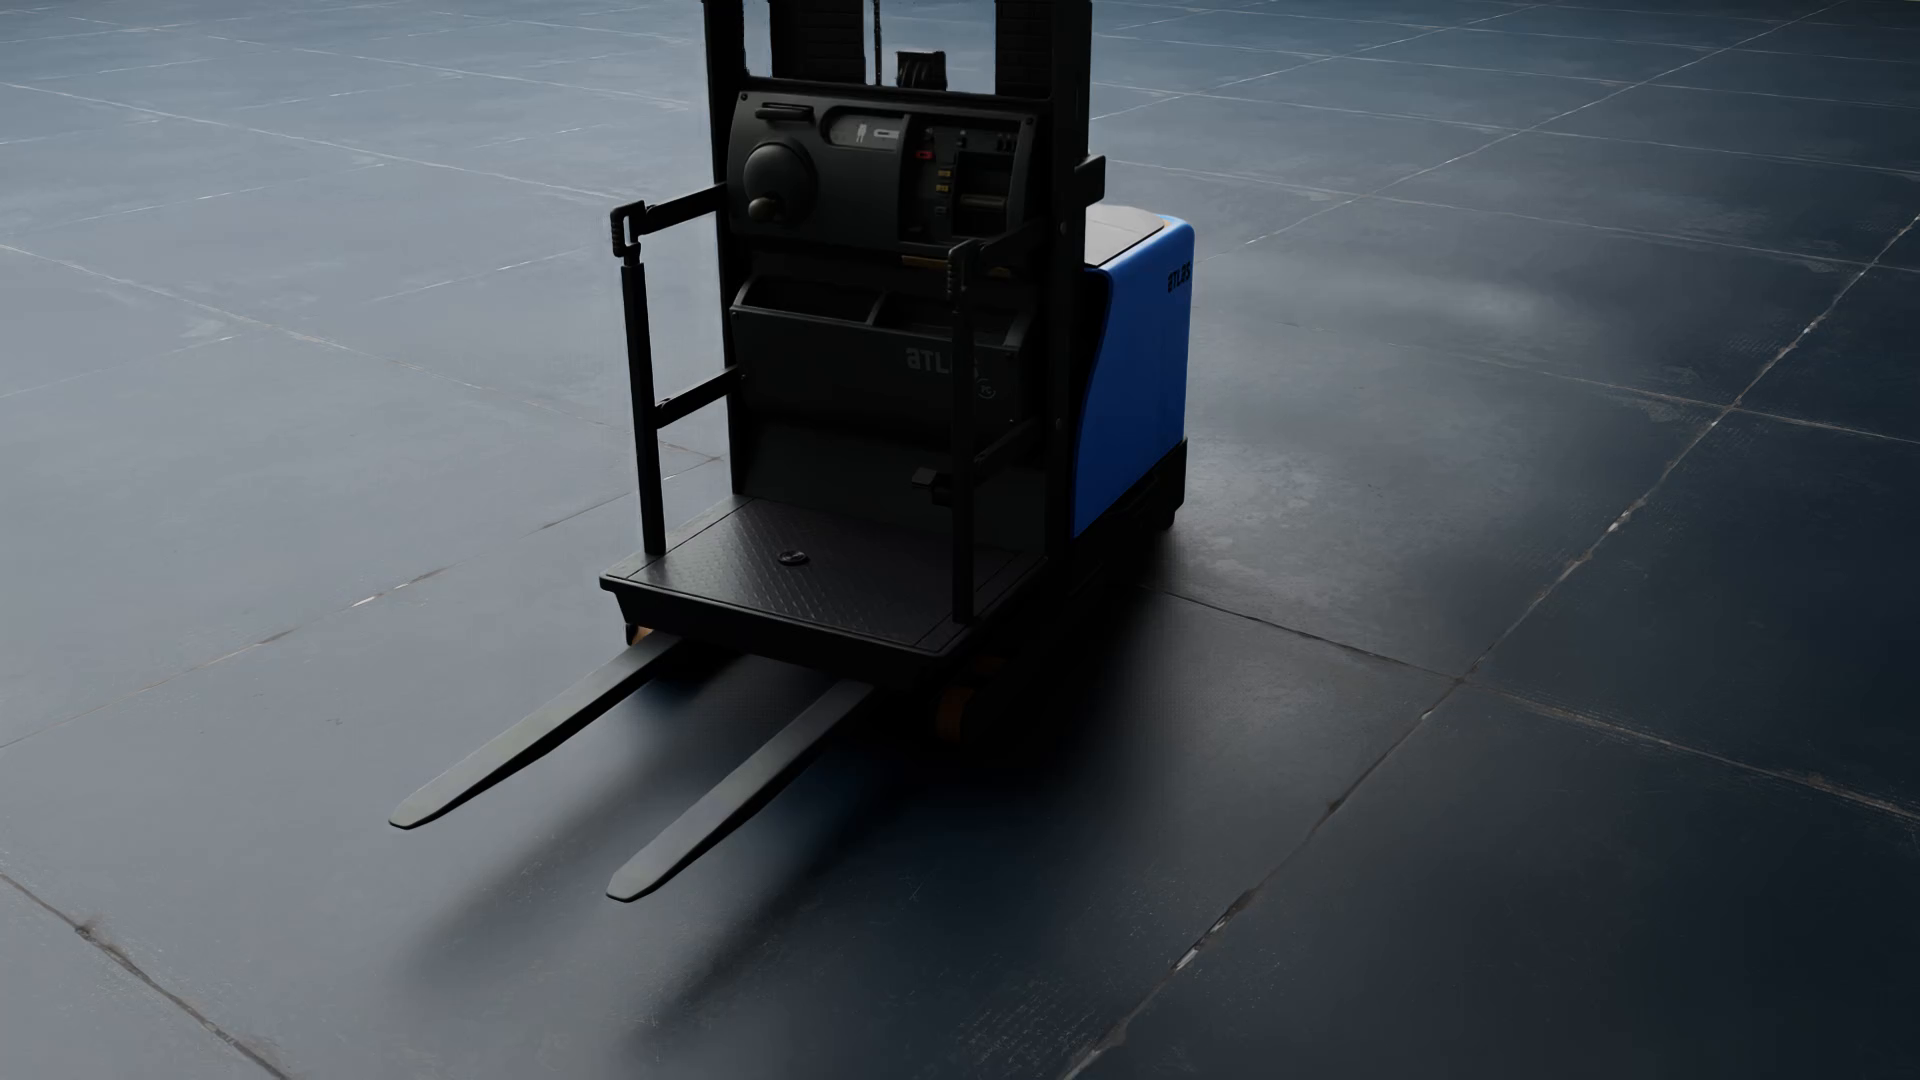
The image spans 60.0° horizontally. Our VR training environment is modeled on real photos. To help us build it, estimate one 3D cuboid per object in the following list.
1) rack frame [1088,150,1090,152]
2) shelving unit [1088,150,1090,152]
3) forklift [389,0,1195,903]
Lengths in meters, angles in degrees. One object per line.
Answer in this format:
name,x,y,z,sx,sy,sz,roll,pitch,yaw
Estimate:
rack frame,0.408,-0.798,6.072,0.015,1.200,0.240,10,26,22
shelving unit,0.185,-0.838,6.163,0.503,1.200,0.258,10,26,22
forklift,-0.317,-0.987,4.354,1.130,2.935,3.031,11,26,24
